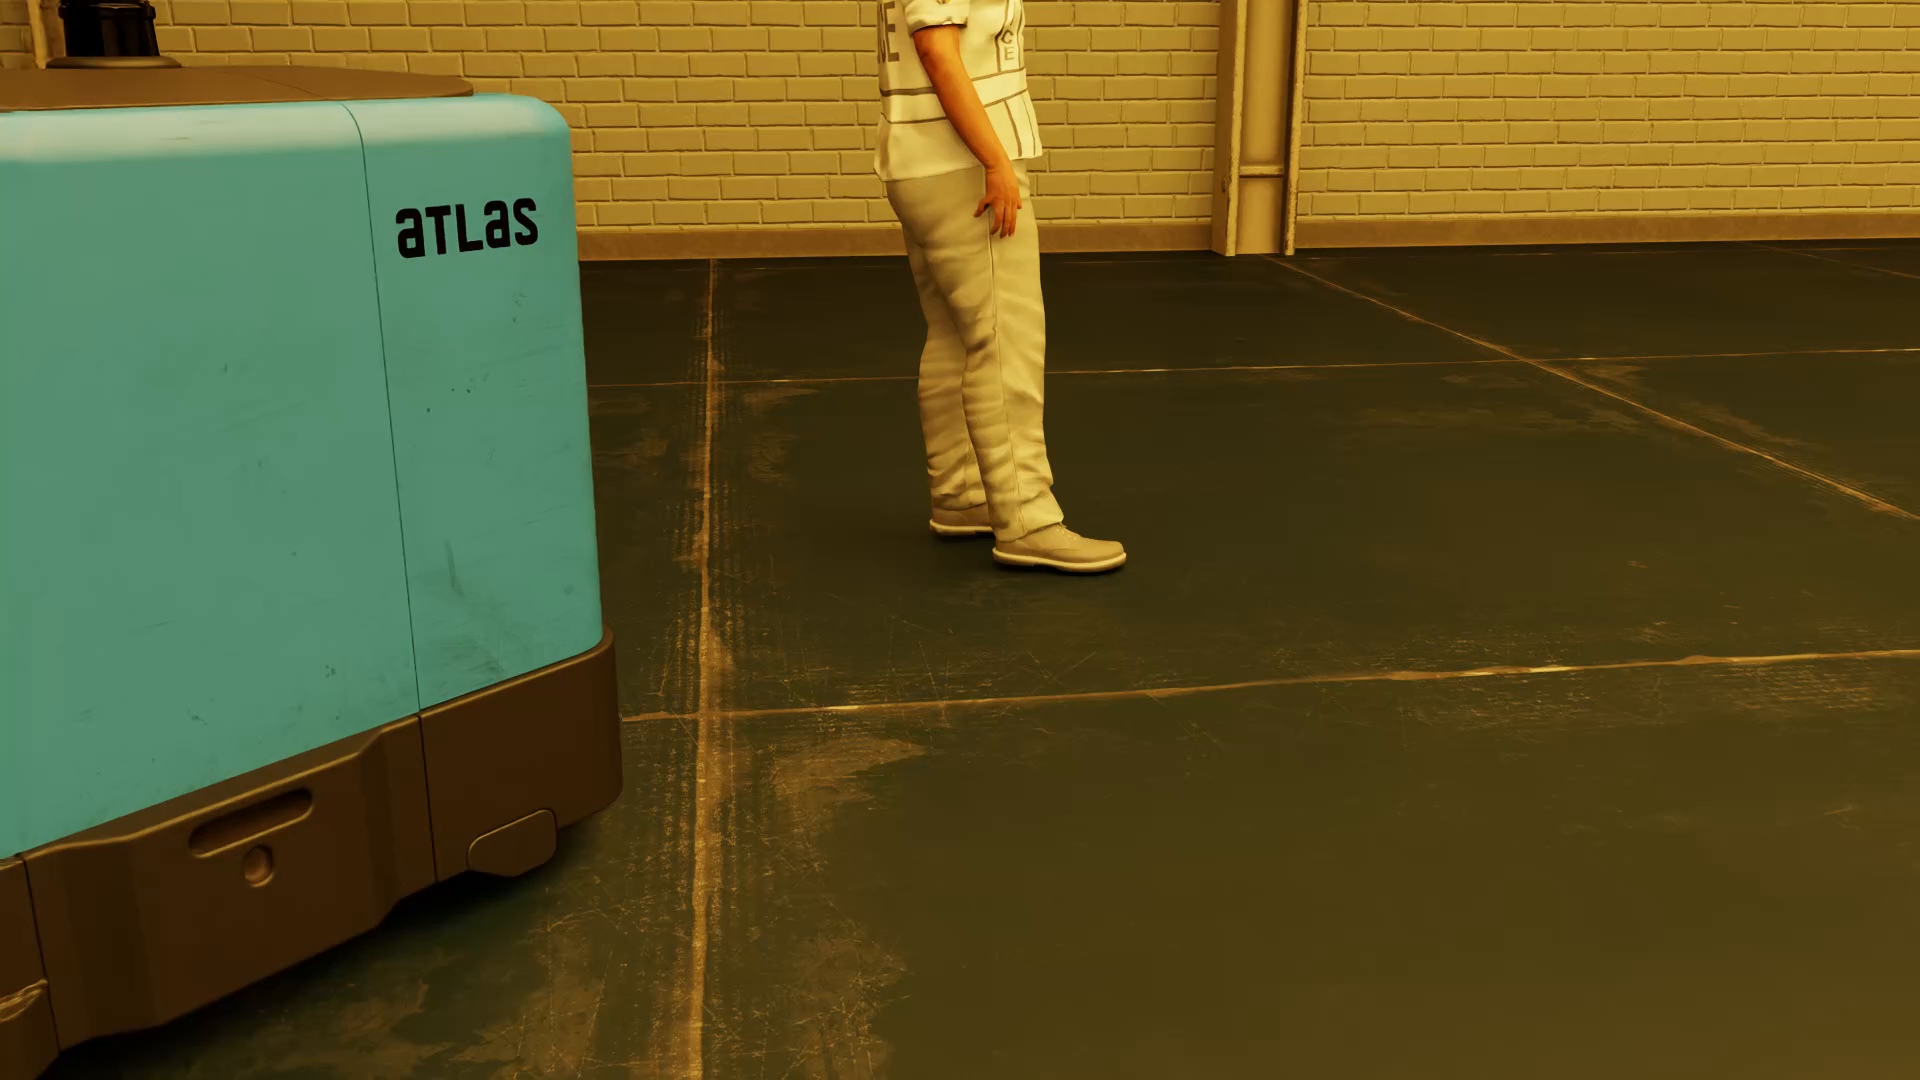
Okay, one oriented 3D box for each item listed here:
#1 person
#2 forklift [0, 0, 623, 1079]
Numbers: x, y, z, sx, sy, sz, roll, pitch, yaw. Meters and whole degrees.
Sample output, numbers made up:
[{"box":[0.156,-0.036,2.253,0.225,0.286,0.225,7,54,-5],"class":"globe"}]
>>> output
[{"box":[0.079,-0.802,3.712,0.529,1.670,0.597,-2,17,-8],"class":"person"},{"box":[-1.806,-0.714,1.255,1.130,2.935,3.031,13,21,36],"class":"forklift"}]
